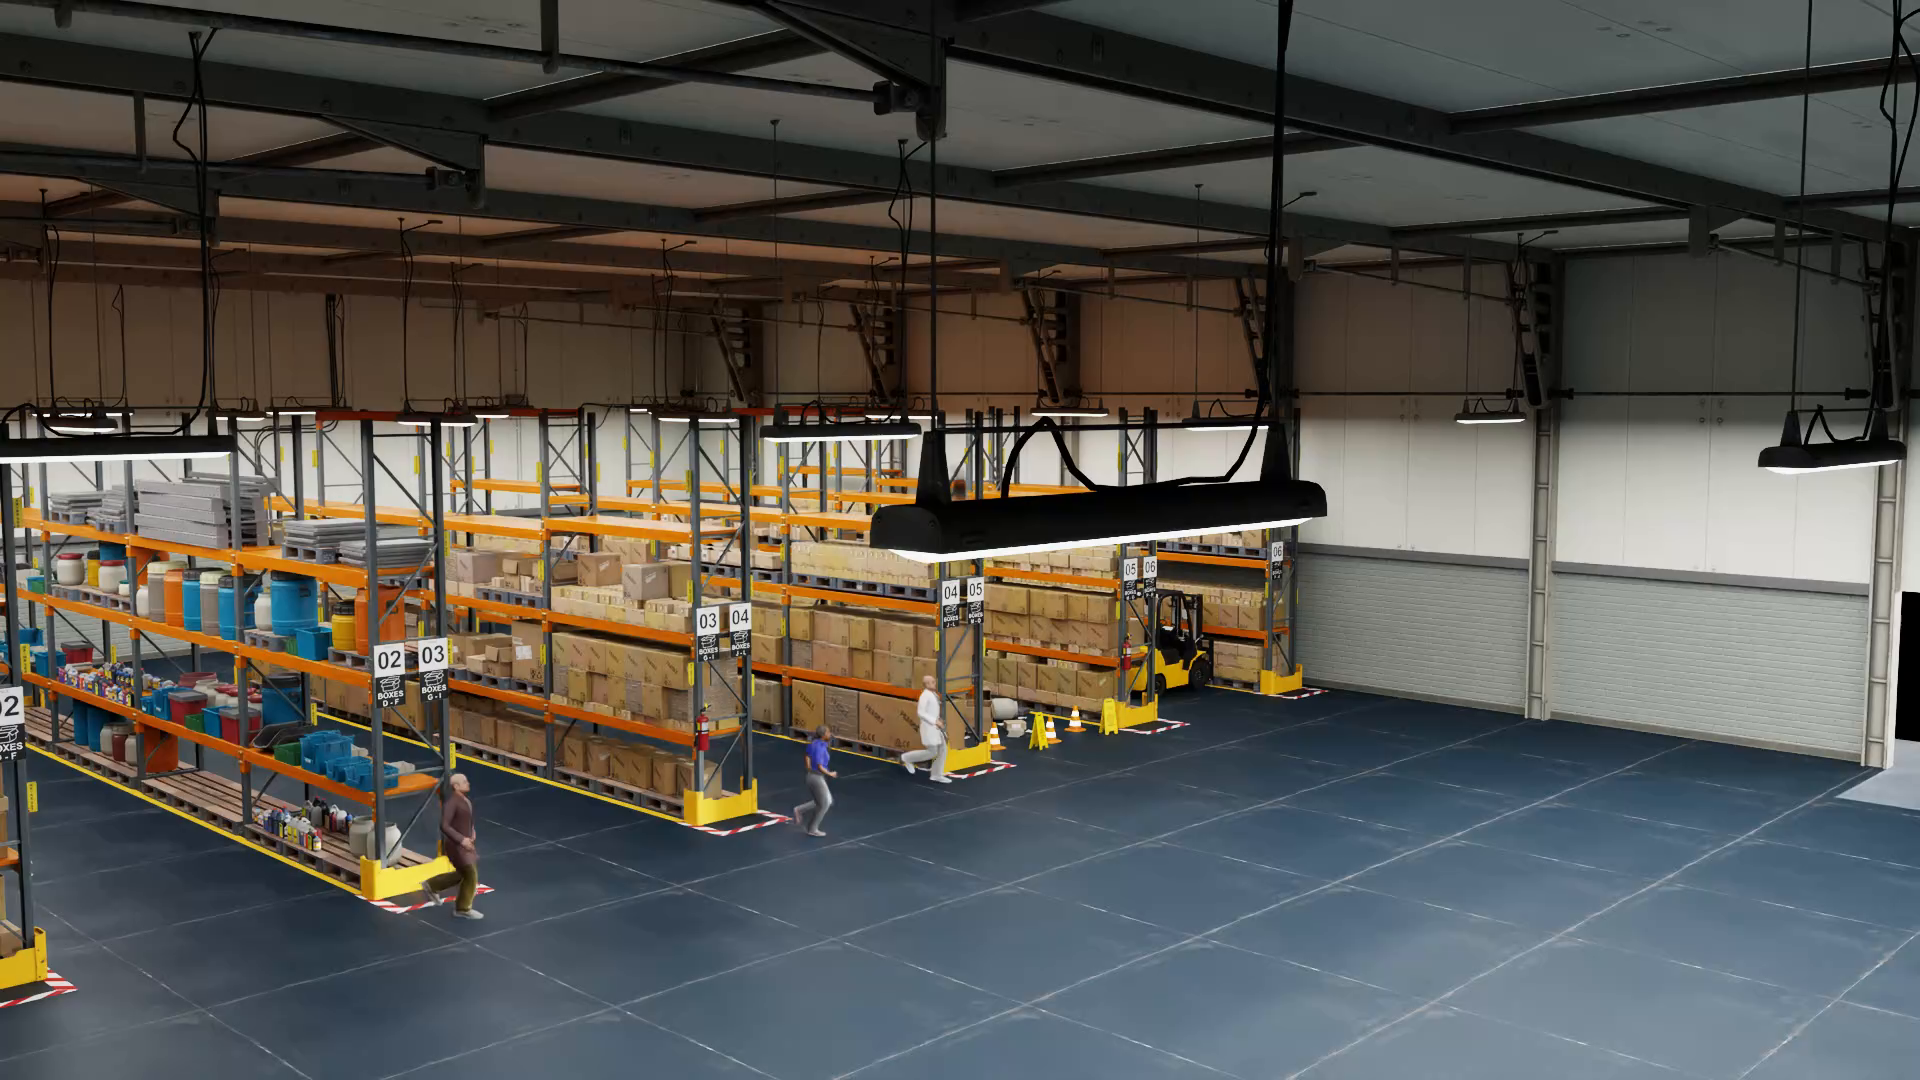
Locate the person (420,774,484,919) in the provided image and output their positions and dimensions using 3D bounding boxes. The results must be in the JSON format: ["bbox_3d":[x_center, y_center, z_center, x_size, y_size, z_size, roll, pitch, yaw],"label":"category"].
[{"bbox_3d":[-6.142,3.691,20.077,0.755,1.775,0.730,0,5,-4],"label":"person"}]

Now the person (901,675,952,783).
[{"bbox_3d":[-0.535,3.074,27.080,0.847,1.760,0.717,1,5,14],"label":"person"}]

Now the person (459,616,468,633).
[{"bbox_3d":[-11.953,1.987,40.108,0.750,1.648,0.605,-4,7,-39],"label":"person"}]

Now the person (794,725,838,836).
[{"bbox_3d":[-2.047,3.441,23.775,0.601,1.613,0.570,-1,5,-10],"label":"person"}]
